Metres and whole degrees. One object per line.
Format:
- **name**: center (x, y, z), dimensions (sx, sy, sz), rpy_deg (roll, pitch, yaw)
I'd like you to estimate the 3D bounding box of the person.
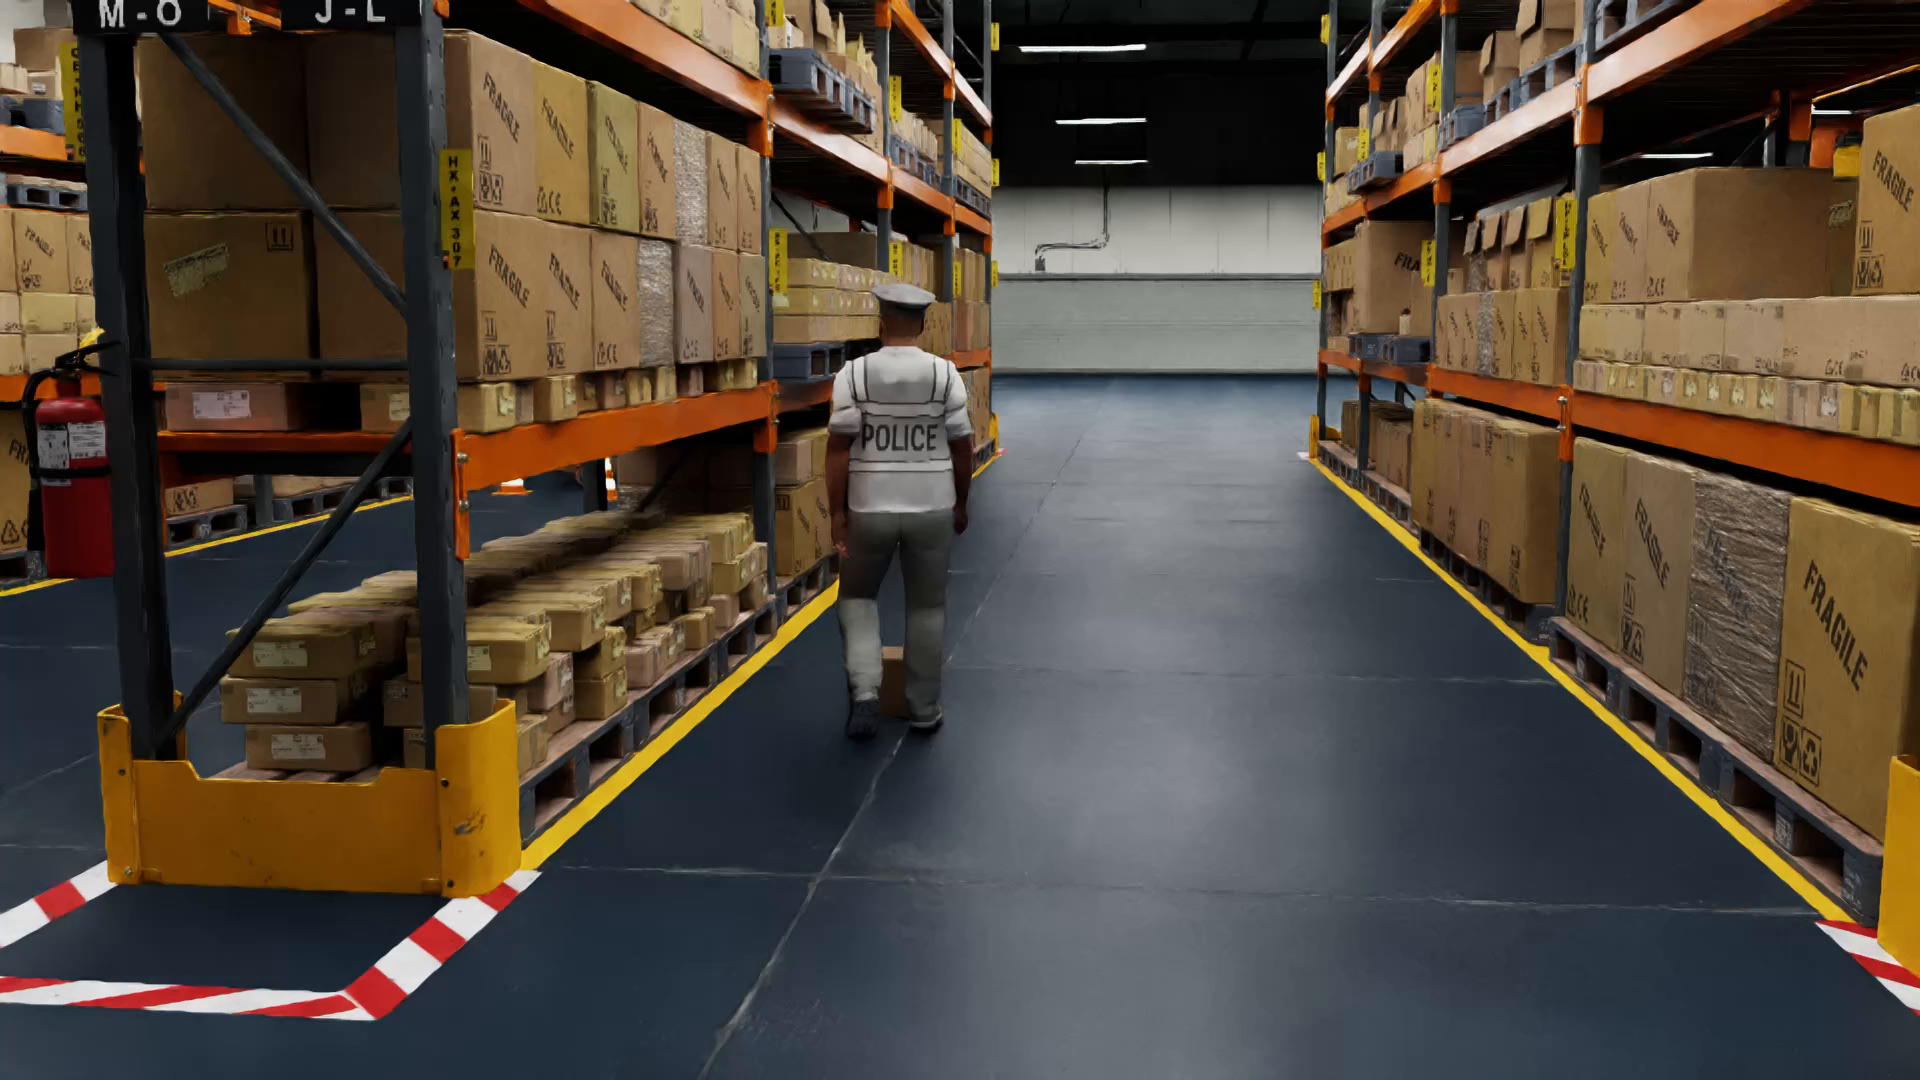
- **person**: center (-0.238, -0.106, 6.509), dimensions (0.568, 1.791, 0.536), rpy_deg (0, 8, -3)
